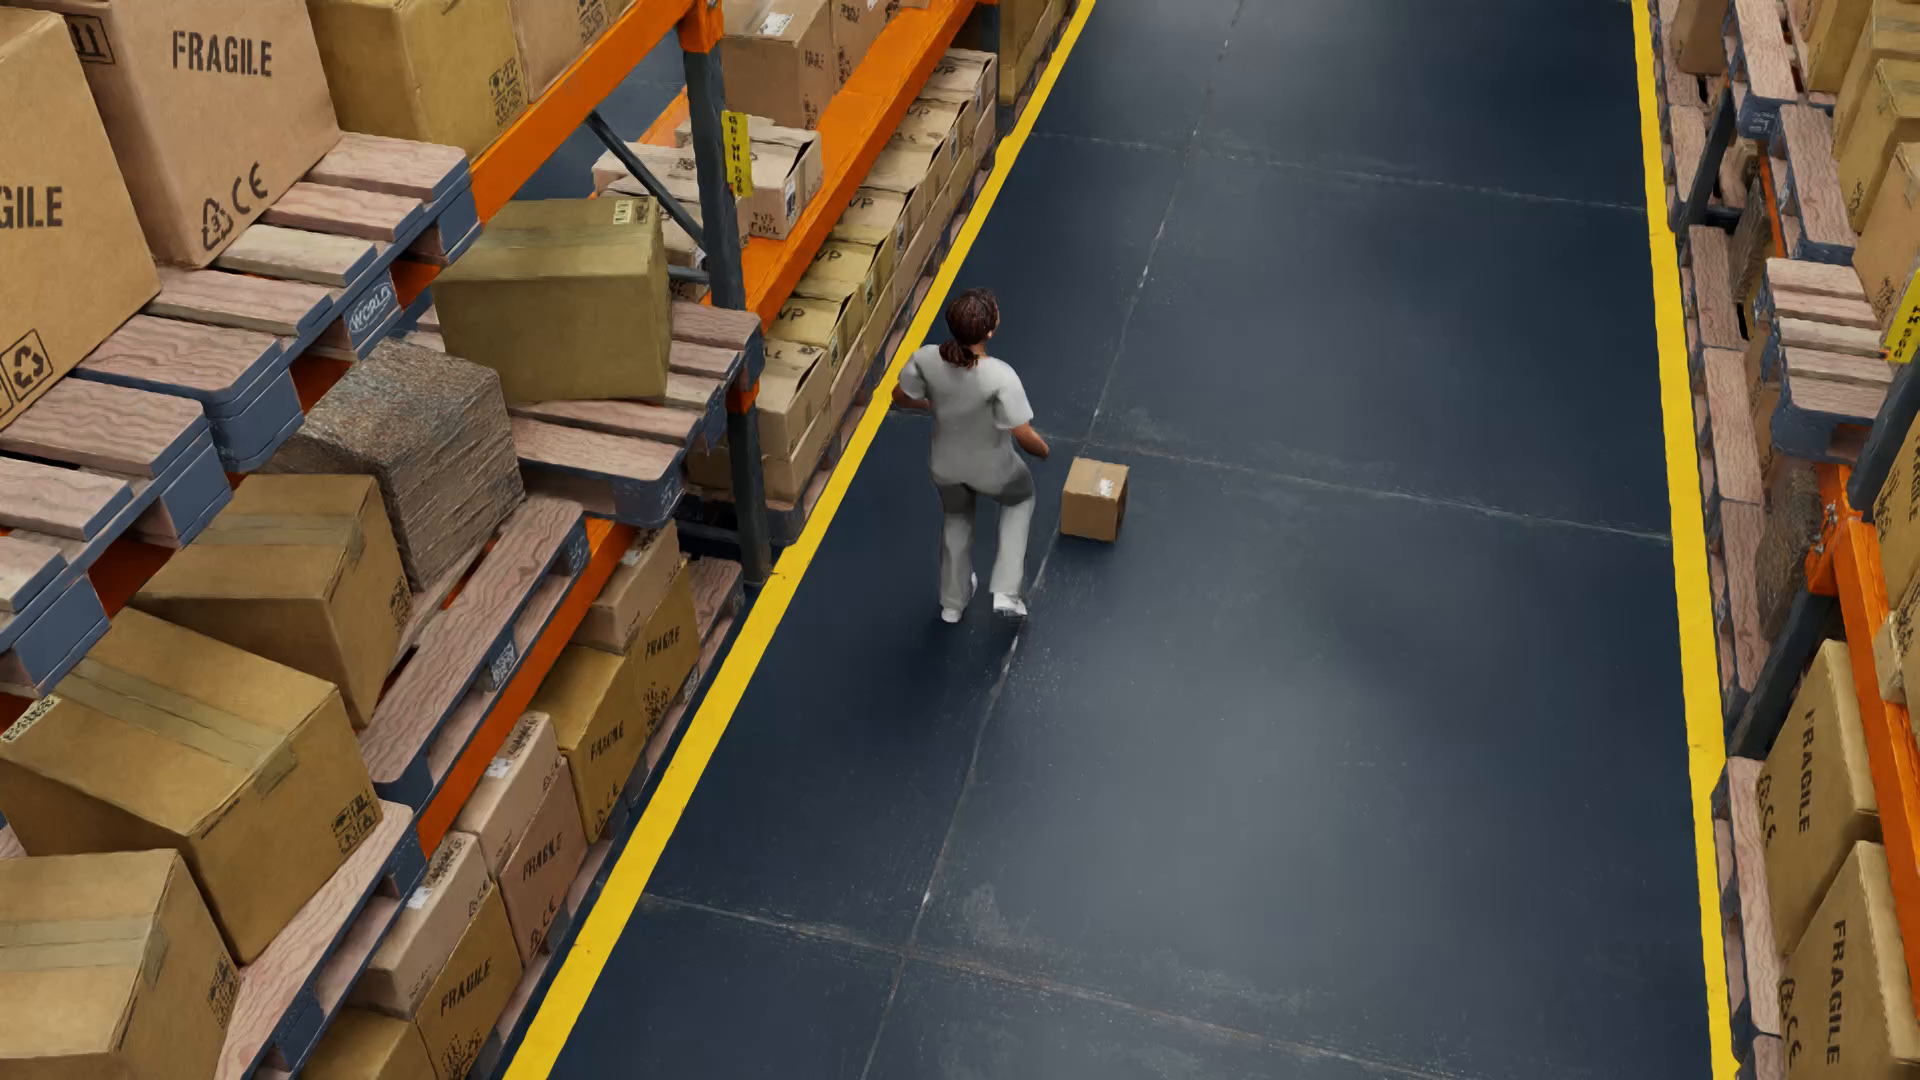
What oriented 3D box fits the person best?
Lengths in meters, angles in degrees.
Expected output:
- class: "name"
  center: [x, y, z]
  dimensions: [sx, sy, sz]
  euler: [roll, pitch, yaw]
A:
- class: "person"
  center: [0.058, -0.333, 6.571]
  dimensions: [0.624, 1.641, 0.473]
  euler: [13, 43, 14]
